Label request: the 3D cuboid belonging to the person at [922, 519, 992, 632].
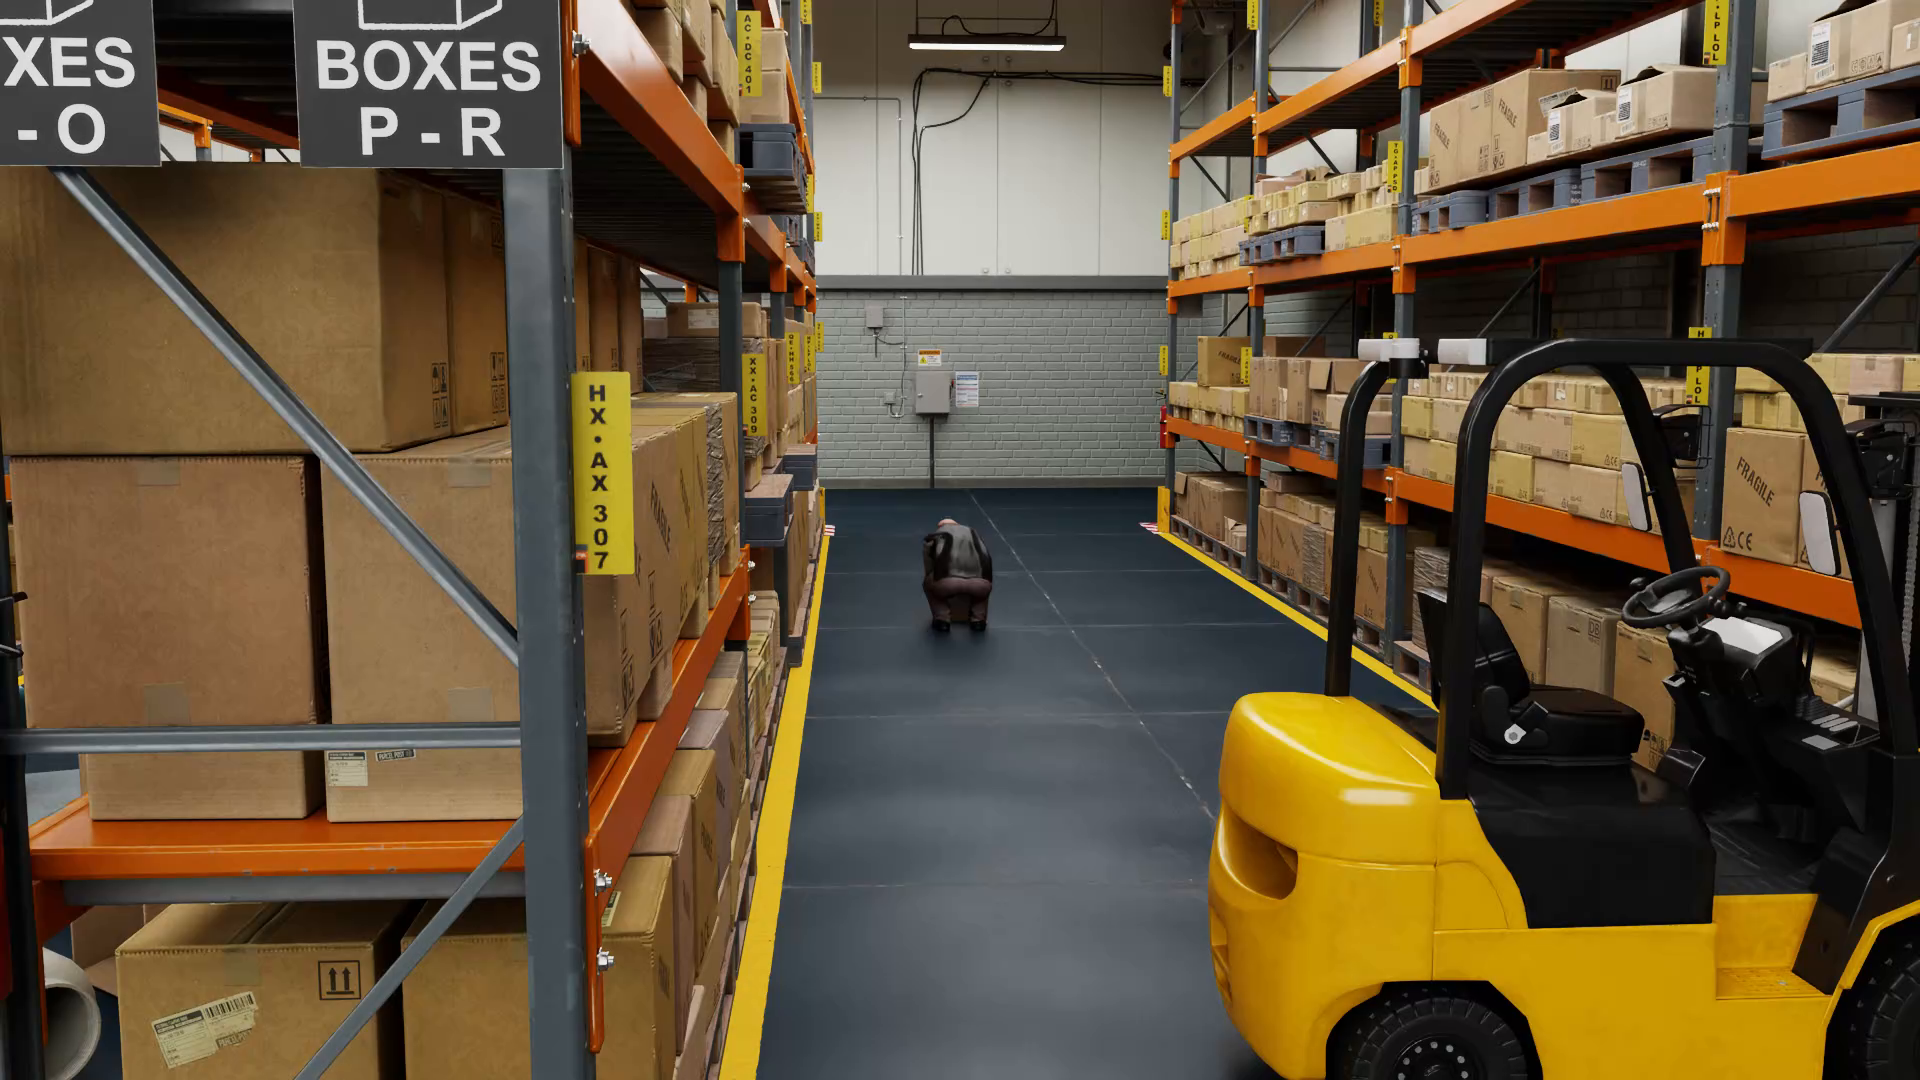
[{"bbox_3d":[-0.020,0.293,12.631,0.528,0.831,0.897,0,7,-4],"label":"person"}]
